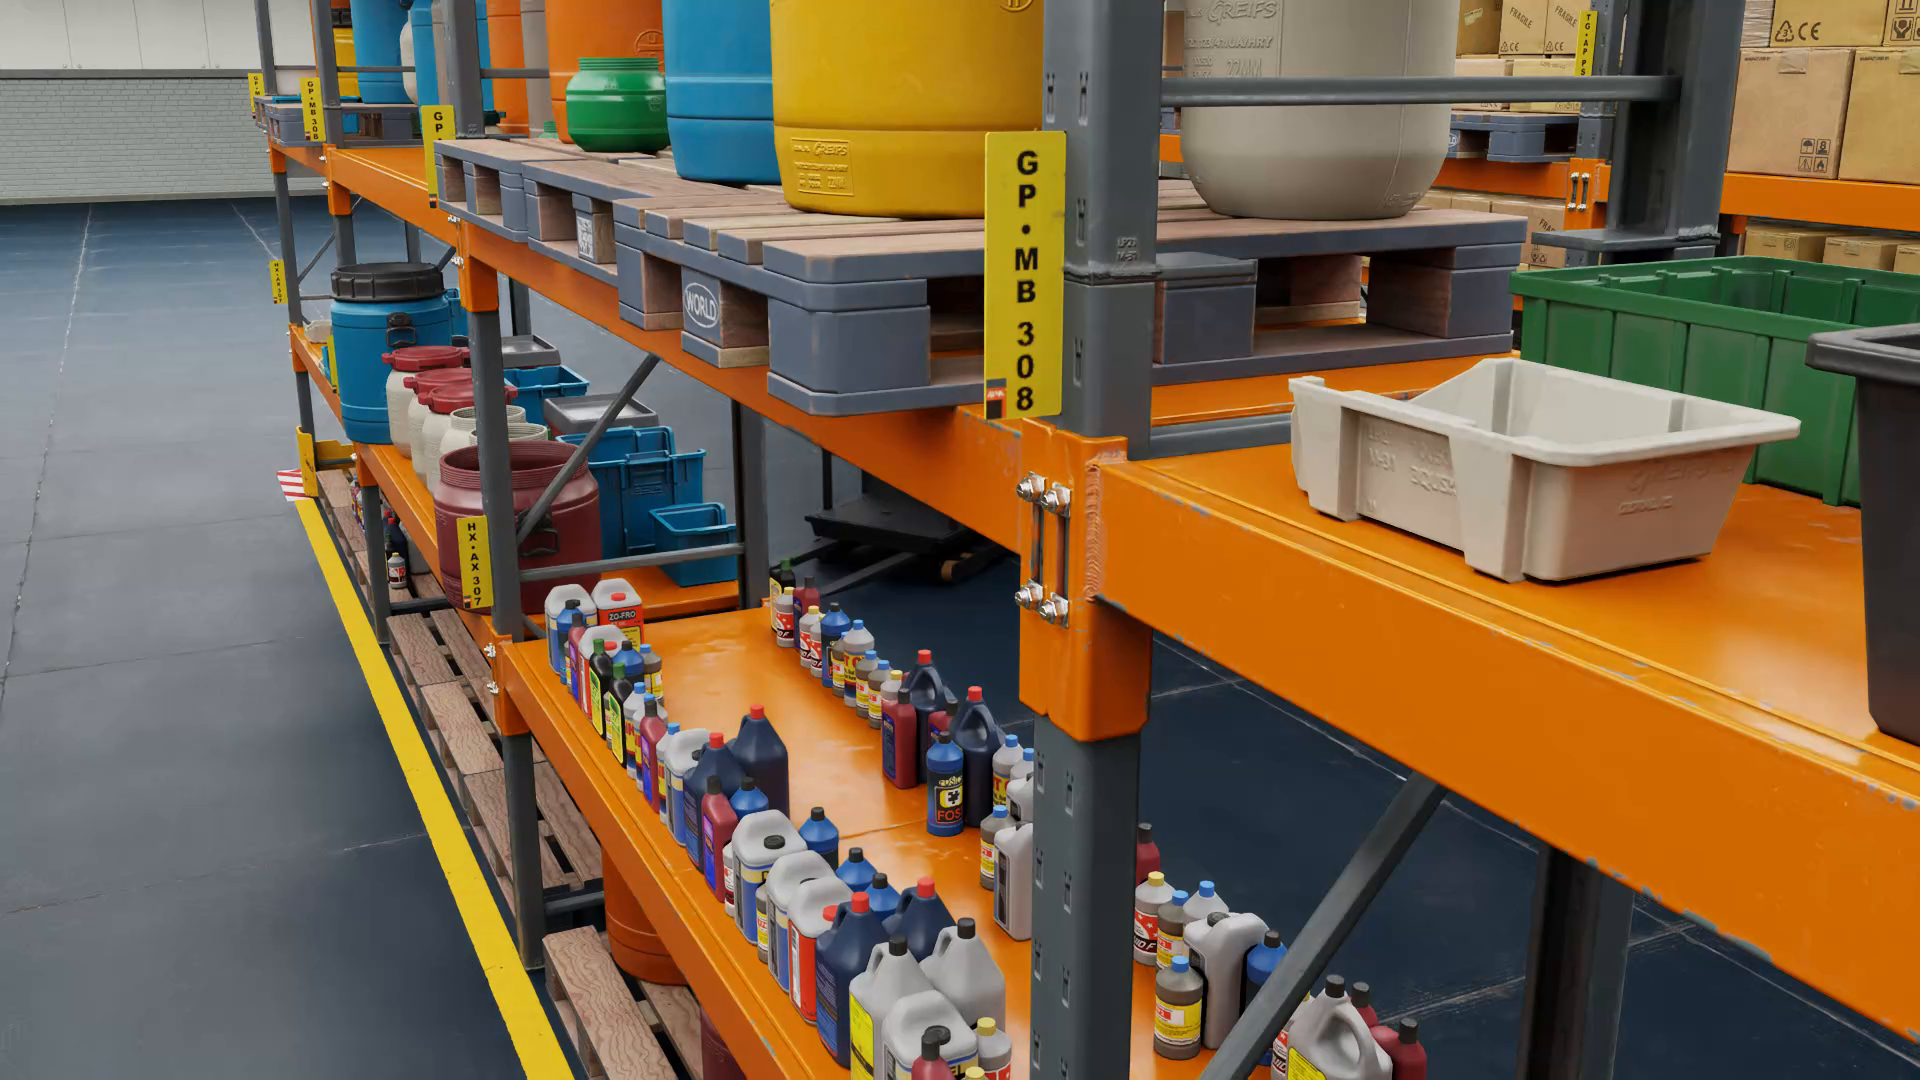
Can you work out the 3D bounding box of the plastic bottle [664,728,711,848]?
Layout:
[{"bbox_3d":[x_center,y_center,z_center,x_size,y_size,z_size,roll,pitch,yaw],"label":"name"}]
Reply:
[{"bbox_3d":[-0.677,0.638,4.314,0.152,0.276,0.135,-8,18,-25],"label":"plastic bottle"}]

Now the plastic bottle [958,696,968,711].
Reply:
[{"bbox_3d":[0.018,0.555,4.588,0.061,0.283,0.133,-8,18,-25],"label":"plastic bottle"}]

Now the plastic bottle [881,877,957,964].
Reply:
[{"bbox_3d":[-0.079,0.852,3.432,0.144,0.351,0.185,-8,18,-25],"label":"plastic bottle"}]

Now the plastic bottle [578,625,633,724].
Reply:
[{"bbox_3d":[-1.081,0.409,5.112,0.152,0.276,0.135,-8,18,-25],"label":"plastic bottle"}]

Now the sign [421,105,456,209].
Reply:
[{"bbox_3d":[-1.675,-1.235,5.368,0.100,0.325,0.005,-8,18,-25],"label":"sign"}]

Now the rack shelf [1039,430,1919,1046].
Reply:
[{"bbox_3d":[1.445,0.480,0.506,1.077,0.370,4.000,-8,18,-25],"label":"rack shelf"}]

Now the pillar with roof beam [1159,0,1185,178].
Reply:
[{"bbox_3d":[-1.196,-6.875,19.392,9.100,9.000,0.400,-8,18,-25],"label":"pillar with roof beam"}]

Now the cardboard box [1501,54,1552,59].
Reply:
[{"bbox_3d":[5.040,-3.955,14.440,0.500,0.500,0.500,-8,18,-27],"label":"cardboard box"}]

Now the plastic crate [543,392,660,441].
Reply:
[{"bbox_3d":[-1.616,-0.380,7.521,0.402,0.464,0.583,-8,18,-25],"label":"plastic crate"}]

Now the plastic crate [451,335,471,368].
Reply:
[{"bbox_3d":[-3.051,-1.019,9.976,0.767,0.338,0.504,-8,18,-25],"label":"plastic crate"}]

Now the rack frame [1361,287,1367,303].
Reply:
[{"bbox_3d":[4.218,-3.093,17.089,1.000,3.000,0.127,-8,18,-25],"label":"rack frame"}]

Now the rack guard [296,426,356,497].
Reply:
[{"bbox_3d":[-4.612,-0.681,13.216,1.175,0.500,0.348,-8,18,-25],"label":"rack guard"}]

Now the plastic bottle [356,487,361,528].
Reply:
[{"bbox_3d":[-4.024,-0.223,11.239,0.097,0.271,0.097,0,16,0],"label":"plastic bottle"}]

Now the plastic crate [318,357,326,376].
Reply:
[{"bbox_3d":[-3.875,-1.149,10.794,0.530,0.136,0.437,-8,18,-25],"label":"plastic crate"}]

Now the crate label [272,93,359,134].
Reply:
[{"bbox_3d":[-4.165,-2.762,10.768,0.502,0.251,0.408,-8,18,-25],"label":"crate label"}]

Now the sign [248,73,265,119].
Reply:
[{"bbox_3d":[-5.184,-3.276,12.274,0.100,0.325,0.005,-8,18,-25],"label":"sign"}]

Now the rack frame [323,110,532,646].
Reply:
[{"bbox_3d":[-2.936,-0.903,9.461,1.000,3.000,0.127,-8,18,-25],"label":"rack frame"}]

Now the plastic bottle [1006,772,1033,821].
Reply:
[{"bbox_3d":[0.202,0.692,4.127,0.152,0.276,0.135,-8,18,-25],"label":"plastic bottle"}]

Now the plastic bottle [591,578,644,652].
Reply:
[{"bbox_3d":[-1.147,0.276,5.576,0.152,0.276,0.135,-8,18,-25],"label":"plastic bottle"}]

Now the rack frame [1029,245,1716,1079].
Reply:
[{"bbox_3d":[0.569,1.080,2.549,1.000,3.000,0.127,-8,18,-25],"label":"rack frame"}]

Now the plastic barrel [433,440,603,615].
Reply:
[{"bbox_3d":[-1.659,-0.055,6.259,0.600,0.536,0.708,-8,18,-25],"label":"plastic barrel"}]

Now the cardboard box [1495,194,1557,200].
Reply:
[{"bbox_3d":[5.278,-2.921,15.367,0.500,0.500,0.500,-7,18,-24],"label":"cardboard box"}]

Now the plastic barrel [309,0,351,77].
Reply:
[{"bbox_3d":[-4.361,-3.640,12.020,0.600,0.830,0.708,-8,18,-25],"label":"plastic barrel"}]

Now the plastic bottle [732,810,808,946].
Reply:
[{"bbox_3d":[-0.436,0.775,3.838,0.152,0.276,0.135,-8,18,-25],"label":"plastic bottle"}]

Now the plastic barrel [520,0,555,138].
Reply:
[{"bbox_3d":[-1.348,-1.824,6.323,0.600,0.901,0.600,0,16,0],"label":"plastic barrel"}]

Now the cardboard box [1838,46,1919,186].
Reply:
[{"bbox_3d":[3.944,-1.640,6.407,0.910,0.500,0.500,-8,18,-25],"label":"cardboard box"}]

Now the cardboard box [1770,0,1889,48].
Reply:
[{"bbox_3d":[3.680,-2.244,6.702,0.500,0.500,0.500,-8,18,-25],"label":"cardboard box"}]

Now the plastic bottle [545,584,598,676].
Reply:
[{"bbox_3d":[-1.284,0.294,5.512,0.152,0.276,0.135,-8,18,-25],"label":"plastic bottle"}]

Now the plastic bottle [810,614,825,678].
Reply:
[{"bbox_3d":[-0.445,0.345,5.471,0.097,0.201,0.097,0,16,0],"label":"plastic bottle"}]

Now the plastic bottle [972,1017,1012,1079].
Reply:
[{"bbox_3d":[0.050,1.007,3.165,0.097,0.201,0.097,0,16,0],"label":"plastic bottle"}]

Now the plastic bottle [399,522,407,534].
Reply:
[{"bbox_3d":[-3.439,-0.002,10.461,0.152,0.276,0.135,-8,18,-25],"label":"plastic bottle"}]

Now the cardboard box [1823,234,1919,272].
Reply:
[{"bbox_3d":[6.717,-1.931,12.063,0.700,0.500,0.500,-5,17,-17],"label":"cardboard box"}]

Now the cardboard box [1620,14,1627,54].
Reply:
[{"bbox_3d":[5.507,-4.172,13.383,0.500,0.500,0.500,-9,18,-30],"label":"cardboard box"}]

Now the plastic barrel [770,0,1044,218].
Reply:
[{"bbox_3d":[-0.013,-0.856,2.754,0.600,0.588,0.600,0,16,0],"label":"plastic barrel"}]

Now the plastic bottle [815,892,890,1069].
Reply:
[{"bbox_3d":[-0.209,0.870,3.372,0.144,0.351,0.185,-8,18,-25],"label":"plastic bottle"}]

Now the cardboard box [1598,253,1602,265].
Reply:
[{"bbox_3d":[5.485,-2.478,13.826,0.500,0.500,0.500,-8,18,-25],"label":"cardboard box"}]

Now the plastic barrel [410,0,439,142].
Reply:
[{"bbox_3d":[-2.518,-2.486,8.630,0.600,0.901,0.708,-8,18,-25],"label":"plastic barrel"}]

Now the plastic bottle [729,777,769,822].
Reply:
[{"bbox_3d":[-0.515,0.711,4.068,0.097,0.271,0.097,0,16,0],"label":"plastic bottle"}]

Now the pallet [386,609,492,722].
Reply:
[{"bbox_3d":[-2.557,0.627,9.183,1.003,0.211,1.213,-8,18,-25],"label":"pallet"}]

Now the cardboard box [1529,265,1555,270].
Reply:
[{"bbox_3d":[5.279,-2.244,14.366,0.500,0.250,0.500,-8,18,-25],"label":"cardboard box"}]

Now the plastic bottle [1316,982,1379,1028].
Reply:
[{"bbox_3d":[0.734,0.961,3.176,0.061,0.283,0.133,-8,18,-25],"label":"plastic bottle"}]

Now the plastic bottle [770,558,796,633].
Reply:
[{"bbox_3d":[-0.622,0.193,5.851,0.061,0.283,0.133,-8,18,-25],"label":"plastic bottle"}]

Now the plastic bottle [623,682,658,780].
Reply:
[{"bbox_3d":[-0.896,0.534,4.686,0.097,0.271,0.097,0,16,0],"label":"plastic bottle"}]

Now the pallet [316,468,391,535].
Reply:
[{"bbox_3d":[-4.261,-0.340,12.552,1.003,0.211,1.213,-8,18,-25],"label":"pallet"}]

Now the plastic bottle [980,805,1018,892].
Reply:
[{"bbox_3d":[0.098,0.747,4.068,0.097,0.201,0.097,0,16,0],"label":"plastic bottle"}]

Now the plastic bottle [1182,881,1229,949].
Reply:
[{"bbox_3d":[0.522,0.858,3.555,0.097,0.271,0.097,0,16,0],"label":"plastic bottle"}]

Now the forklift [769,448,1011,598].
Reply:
[{"bbox_3d":[-0.328,-1.261,10.832,1.130,2.935,3.031,10,19,30],"label":"forklift"}]

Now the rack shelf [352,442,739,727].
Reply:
[{"bbox_3d":[-2.059,-0.062,7.832,1.077,0.370,4.000,-8,18,-25],"label":"rack shelf"}]

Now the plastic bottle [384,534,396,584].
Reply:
[{"bbox_3d":[-3.443,0.111,10.052,0.061,0.283,0.133,-7,17,-22],"label":"plastic bottle"}]

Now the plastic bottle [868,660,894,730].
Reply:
[{"bbox_3d":[-0.231,0.465,5.051,0.097,0.201,0.097,0,16,0],"label":"plastic bottle"}]

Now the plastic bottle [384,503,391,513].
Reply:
[{"bbox_3d":[-3.770,-0.099,10.798,0.152,0.276,0.135,-7,18,-24],"label":"plastic bottle"}]

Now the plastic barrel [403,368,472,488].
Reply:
[{"bbox_3d":[-2.392,-0.523,7.889,0.433,0.535,0.433,0,16,0],"label":"plastic barrel"}]

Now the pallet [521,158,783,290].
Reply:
[{"bbox_3d":[-0.362,-0.734,3.776,1.003,0.211,1.213,-8,18,-25],"label":"pallet"}]

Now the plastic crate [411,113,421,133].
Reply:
[{"bbox_3d":[-3.382,-2.668,10.555,0.336,0.188,0.450,-8,18,-25],"label":"plastic crate"}]

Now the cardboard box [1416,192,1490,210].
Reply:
[{"bbox_3d":[4.585,-2.983,15.584,0.500,0.500,0.500,-8,18,-27],"label":"cardboard box"}]
